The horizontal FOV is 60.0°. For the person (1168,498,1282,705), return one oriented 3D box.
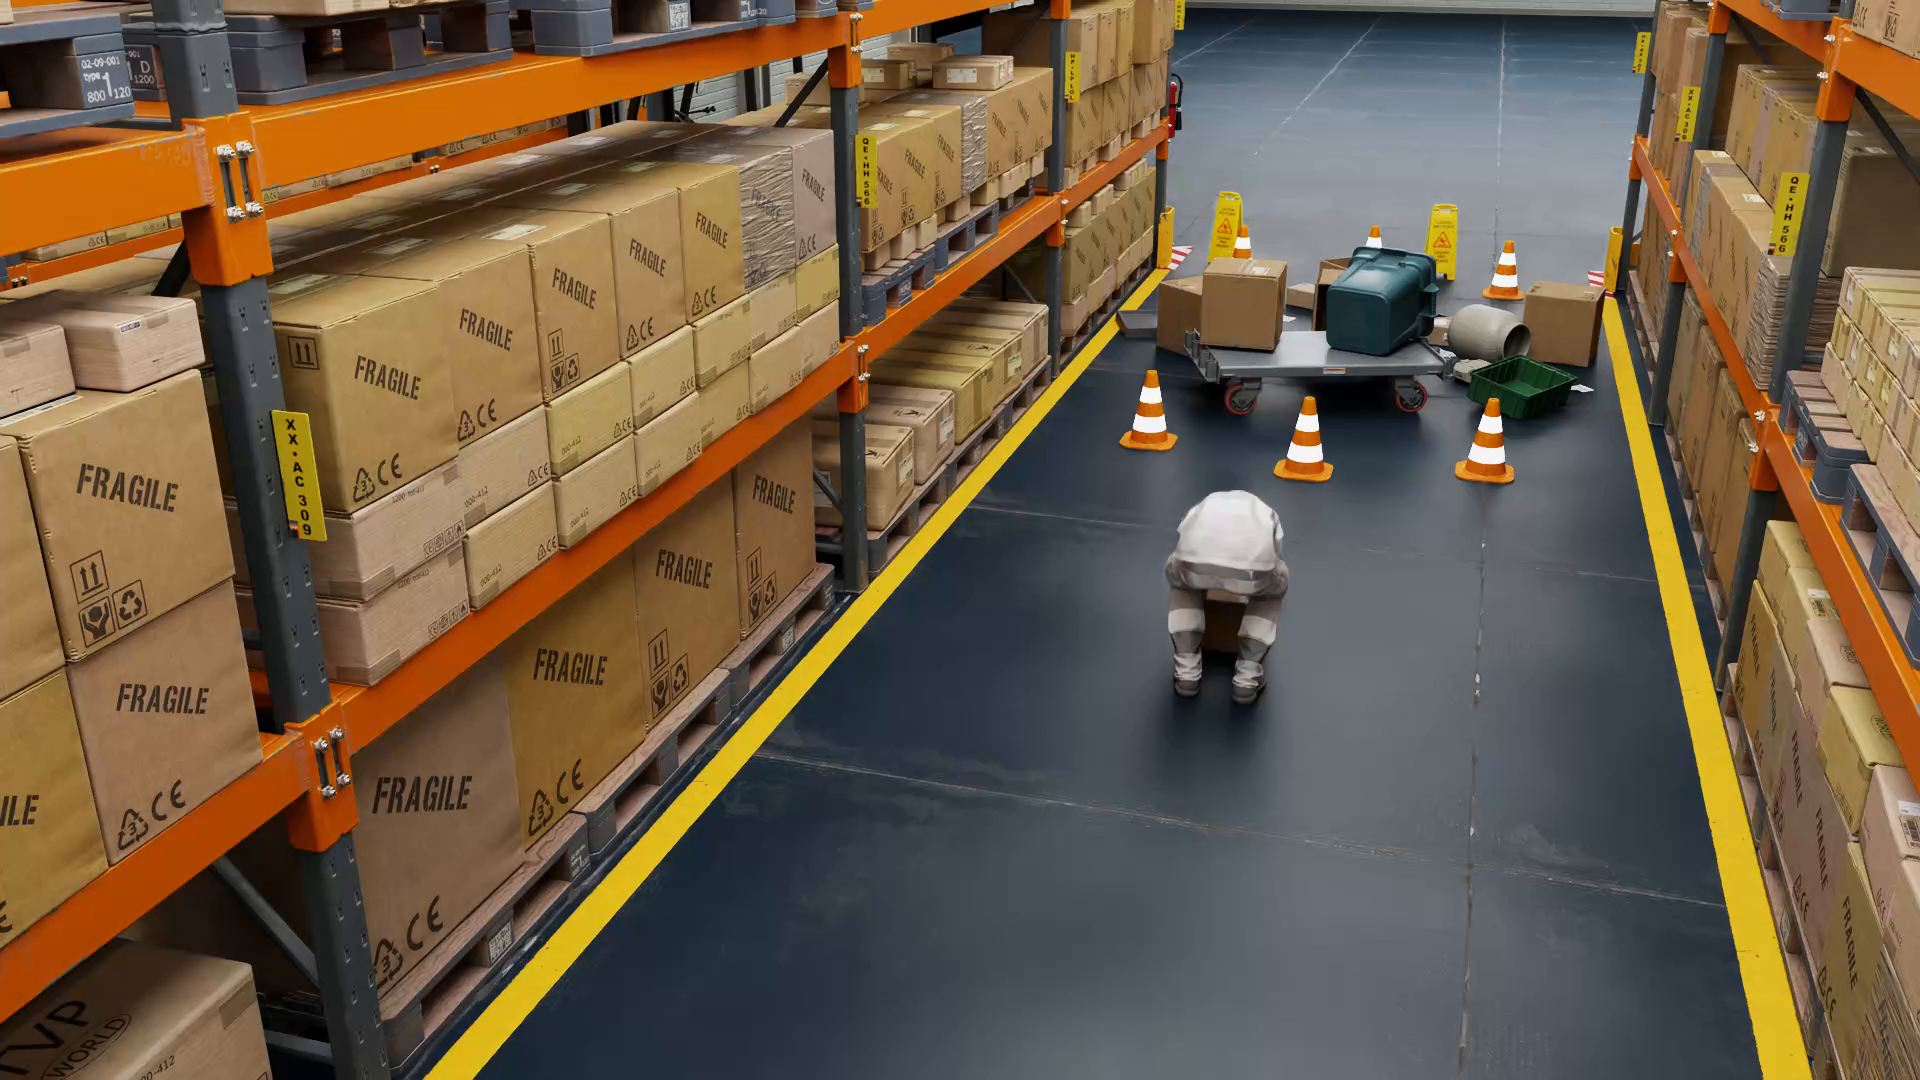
[{"bbox_3d":[15.485,-1.383,11.244,26.103,0.914,16.224,5,22,13],"label":"person"}]
